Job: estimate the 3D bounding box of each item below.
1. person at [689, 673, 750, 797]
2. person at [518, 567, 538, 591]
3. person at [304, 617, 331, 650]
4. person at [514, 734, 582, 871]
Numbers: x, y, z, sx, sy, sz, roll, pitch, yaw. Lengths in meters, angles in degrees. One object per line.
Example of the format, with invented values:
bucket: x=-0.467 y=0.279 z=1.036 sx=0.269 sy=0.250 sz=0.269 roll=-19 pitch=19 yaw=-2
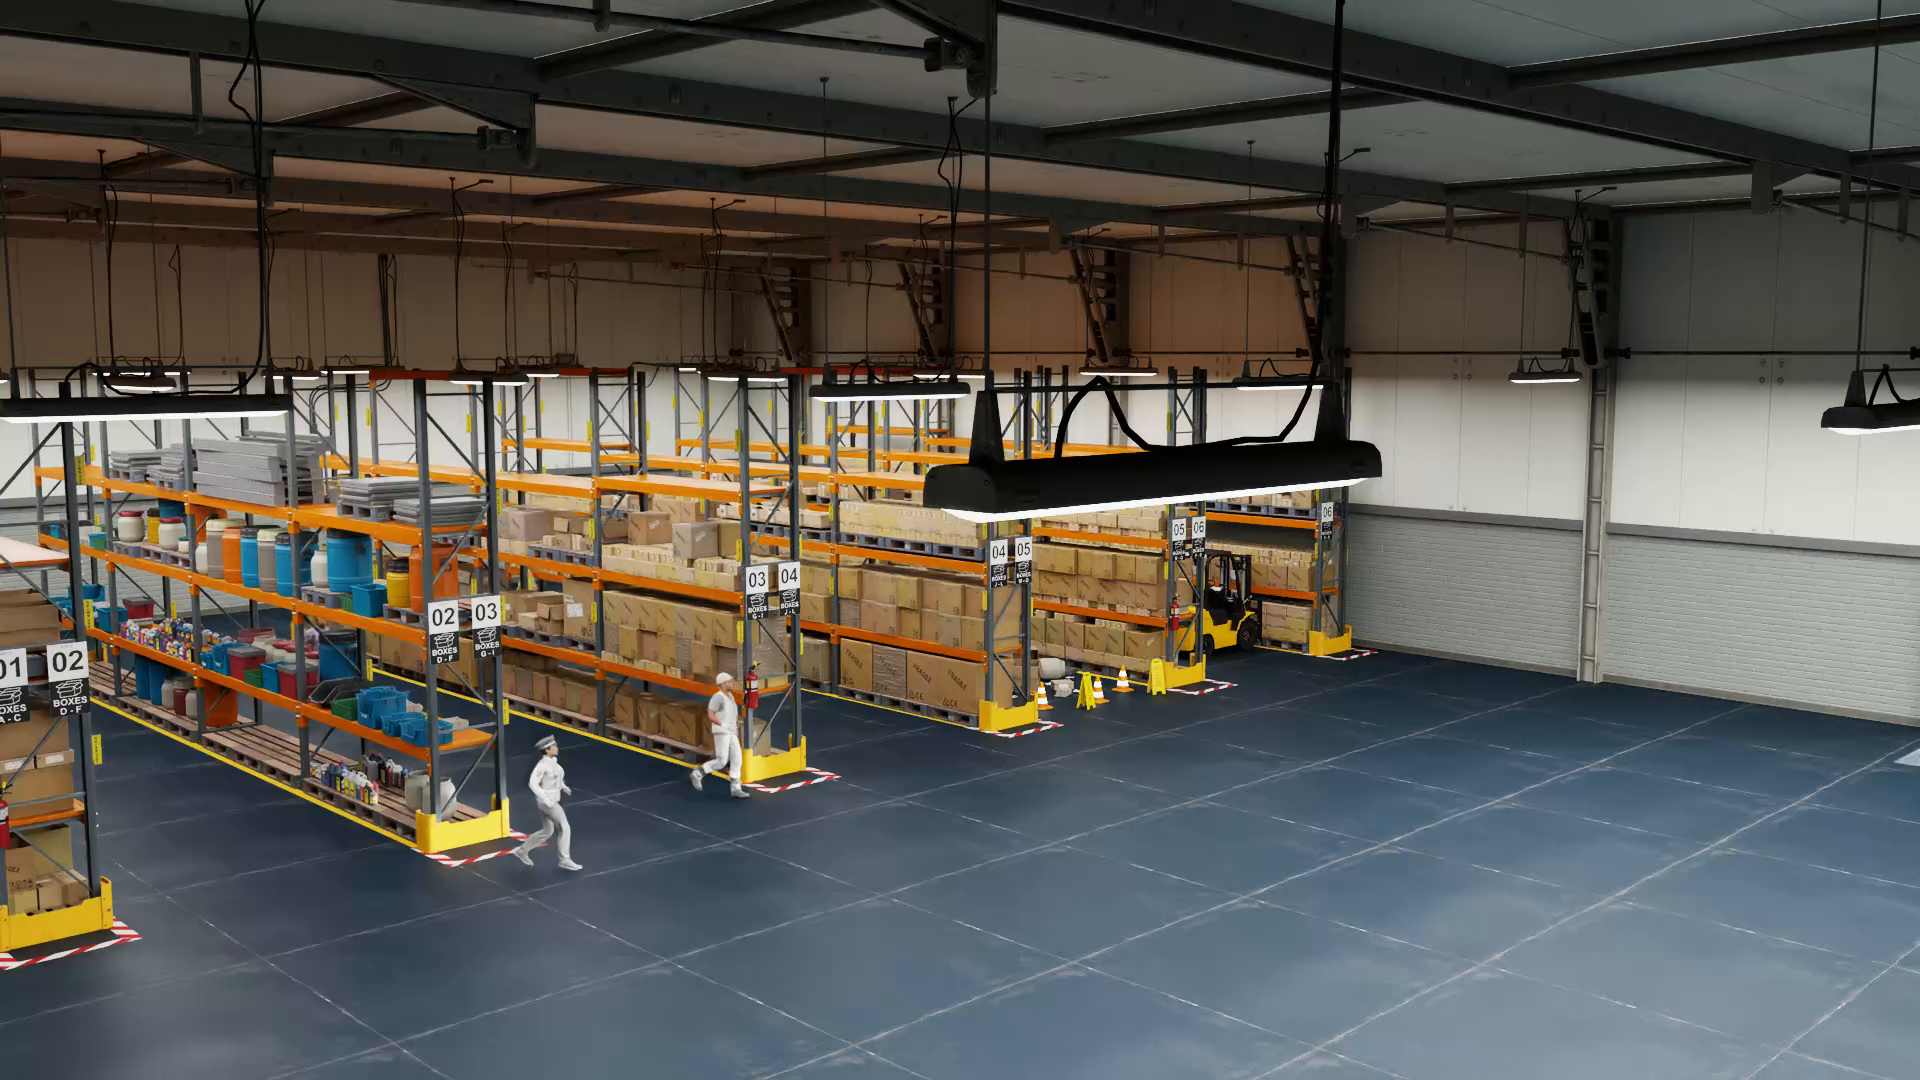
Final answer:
person: x=-3.368 y=2.774 z=23.834 sx=0.916 sy=1.740 sz=0.707 roll=2 pitch=7 yaw=17
person: x=-9.409 y=1.405 z=36.302 sx=0.581 sy=1.655 sz=0.826 roll=-6 pitch=9 yaw=-41
person: x=-11.591 y=2.143 z=30.230 sx=0.549 sy=1.596 sz=0.607 roll=4 pitch=8 yaw=34
person: x=-5.046 y=3.206 z=20.287 sx=0.821 sy=1.687 sz=0.626 roll=-1 pitch=7 yaw=-8
